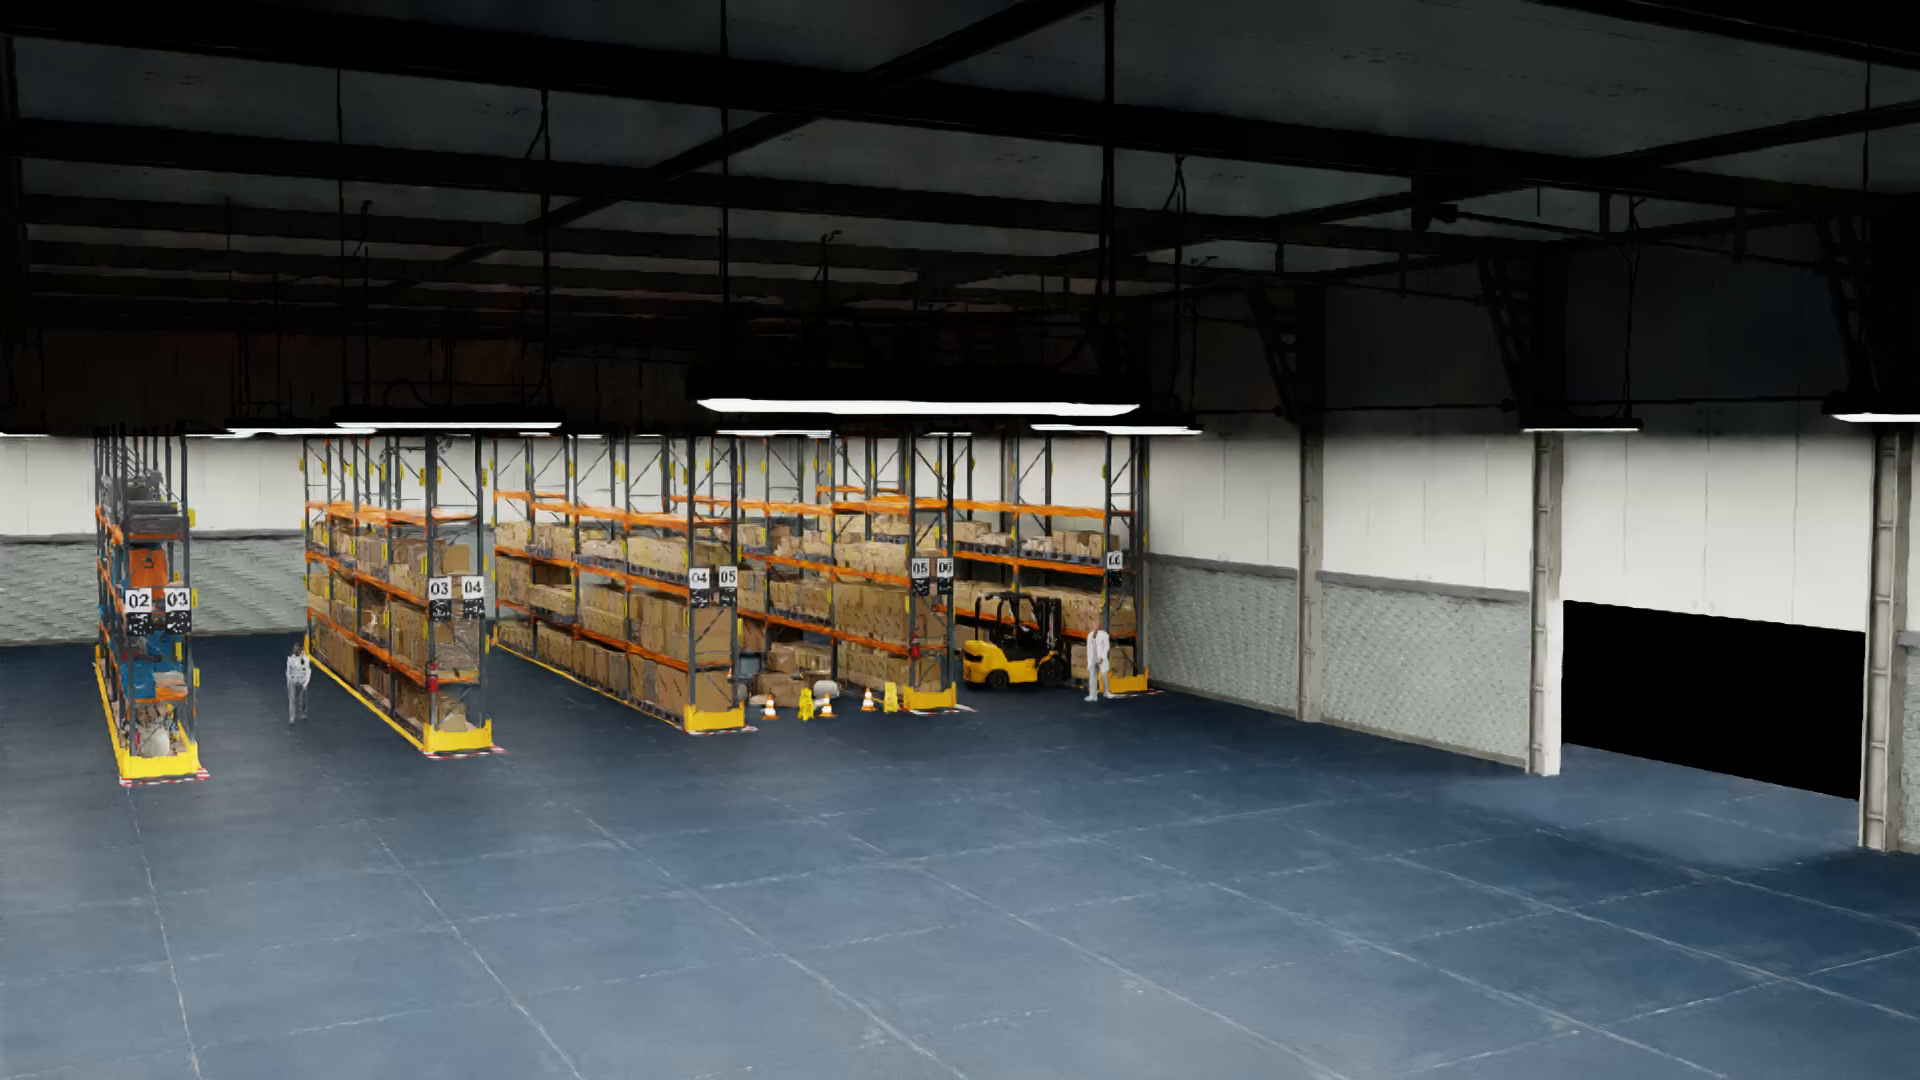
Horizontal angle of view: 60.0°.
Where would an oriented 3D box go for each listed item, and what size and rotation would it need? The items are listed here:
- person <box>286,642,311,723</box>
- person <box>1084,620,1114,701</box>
[{"bbox_3d":[-13.382,2.862,33.657,0.482,1.609,0.988,-1,4,-20],"label":"person"},{"bbox_3d":[3.044,2.627,36.540,0.604,1.770,0.767,2,4,30],"label":"person"}]
